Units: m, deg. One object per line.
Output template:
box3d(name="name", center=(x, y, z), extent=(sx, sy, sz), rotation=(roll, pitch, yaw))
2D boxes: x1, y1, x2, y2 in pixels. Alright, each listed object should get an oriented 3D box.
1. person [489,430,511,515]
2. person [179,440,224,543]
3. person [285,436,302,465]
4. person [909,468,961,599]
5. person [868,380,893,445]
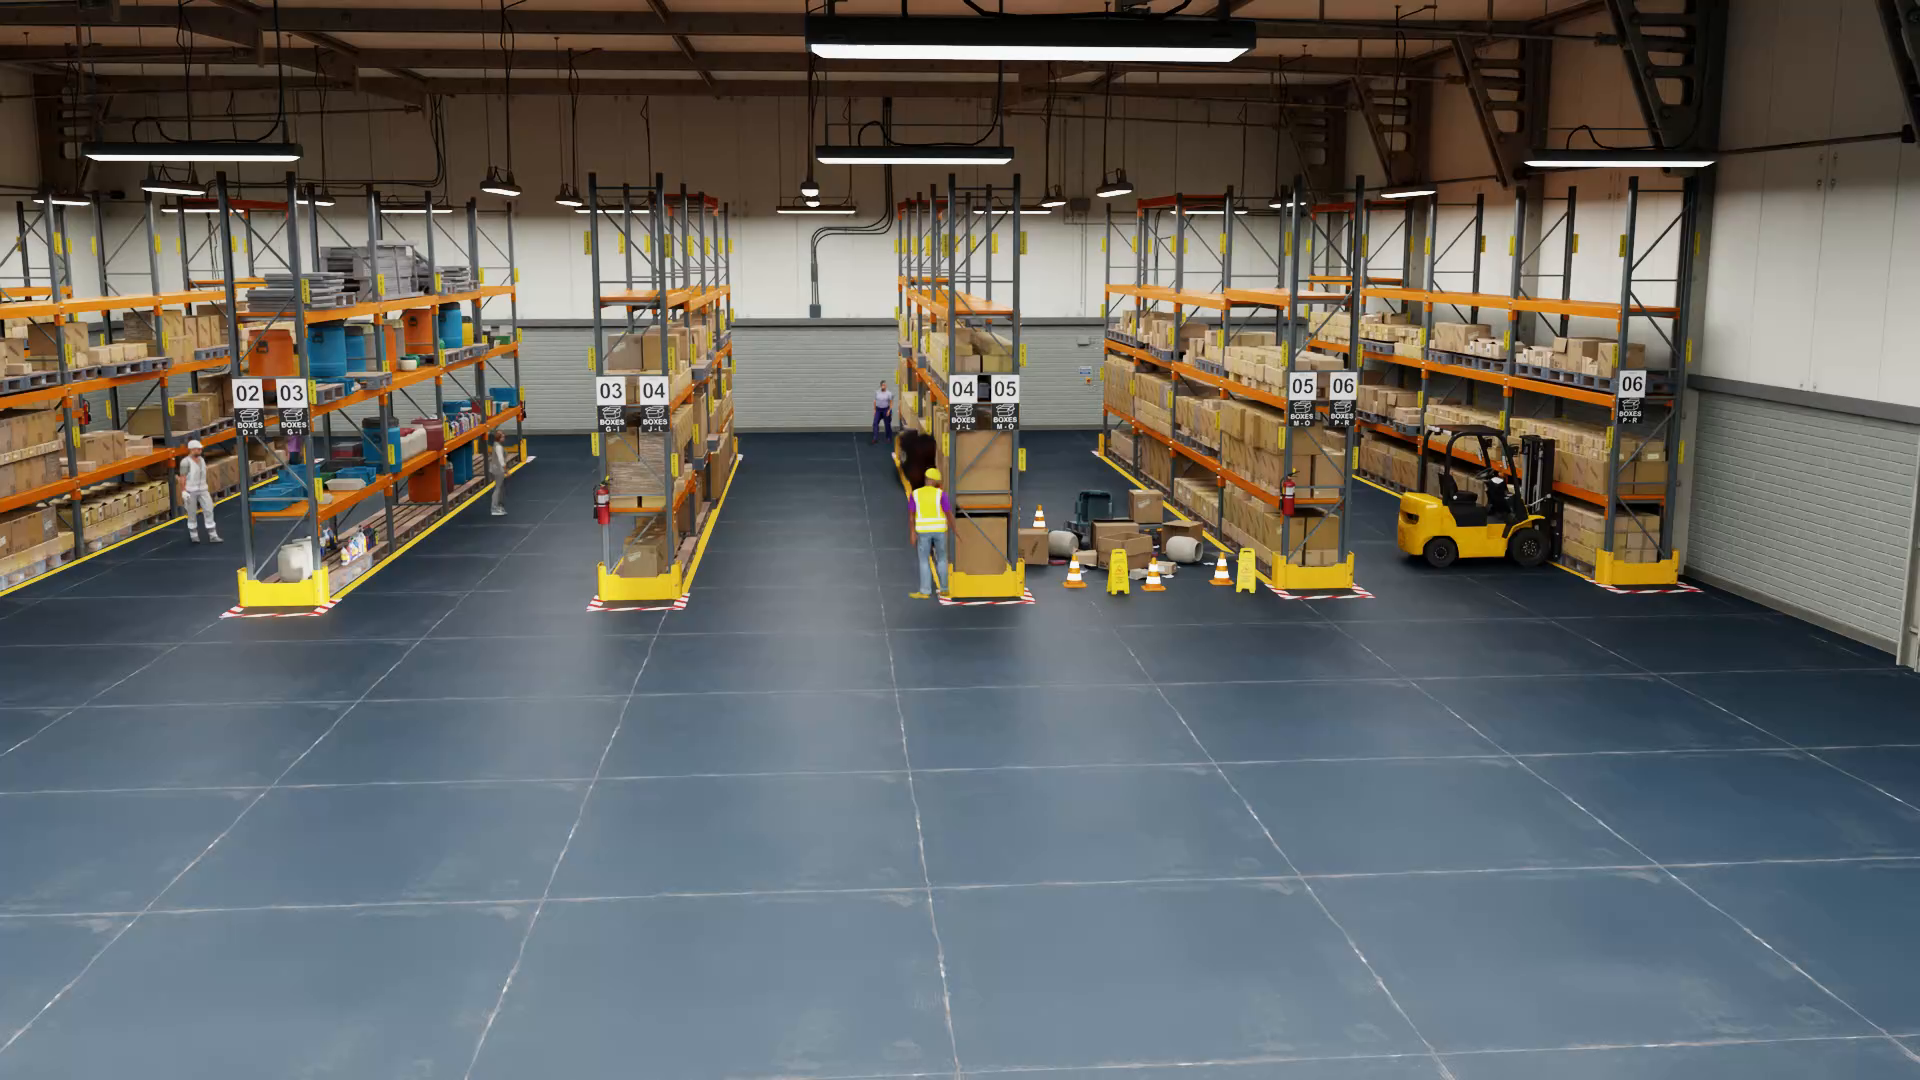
box3d(name="person", center=(-8.667, -1.247, 31.217), extent=(0.460, 1.632, 0.576), rotation=(-8, 13, -39))
box3d(name="person", center=(-12.965, -0.815, 28.255), extent=(0.644, 1.781, 0.558), rotation=(9, 14, 43))
box3d(name="person", center=(-13.737, -1.824, 34.432), extent=(0.519, 1.595, 0.447), rotation=(0, 10, -1))
box3d(name="person", center=(-0.341, -0.093, 22.569), extent=(0.713, 1.785, 0.473), rotation=(0, 10, -2))
box3d(name="person", center=(-2.008, -3.268, 42.483), extent=(0.584, 1.619, 0.767), rotation=(6, 12, 31))
